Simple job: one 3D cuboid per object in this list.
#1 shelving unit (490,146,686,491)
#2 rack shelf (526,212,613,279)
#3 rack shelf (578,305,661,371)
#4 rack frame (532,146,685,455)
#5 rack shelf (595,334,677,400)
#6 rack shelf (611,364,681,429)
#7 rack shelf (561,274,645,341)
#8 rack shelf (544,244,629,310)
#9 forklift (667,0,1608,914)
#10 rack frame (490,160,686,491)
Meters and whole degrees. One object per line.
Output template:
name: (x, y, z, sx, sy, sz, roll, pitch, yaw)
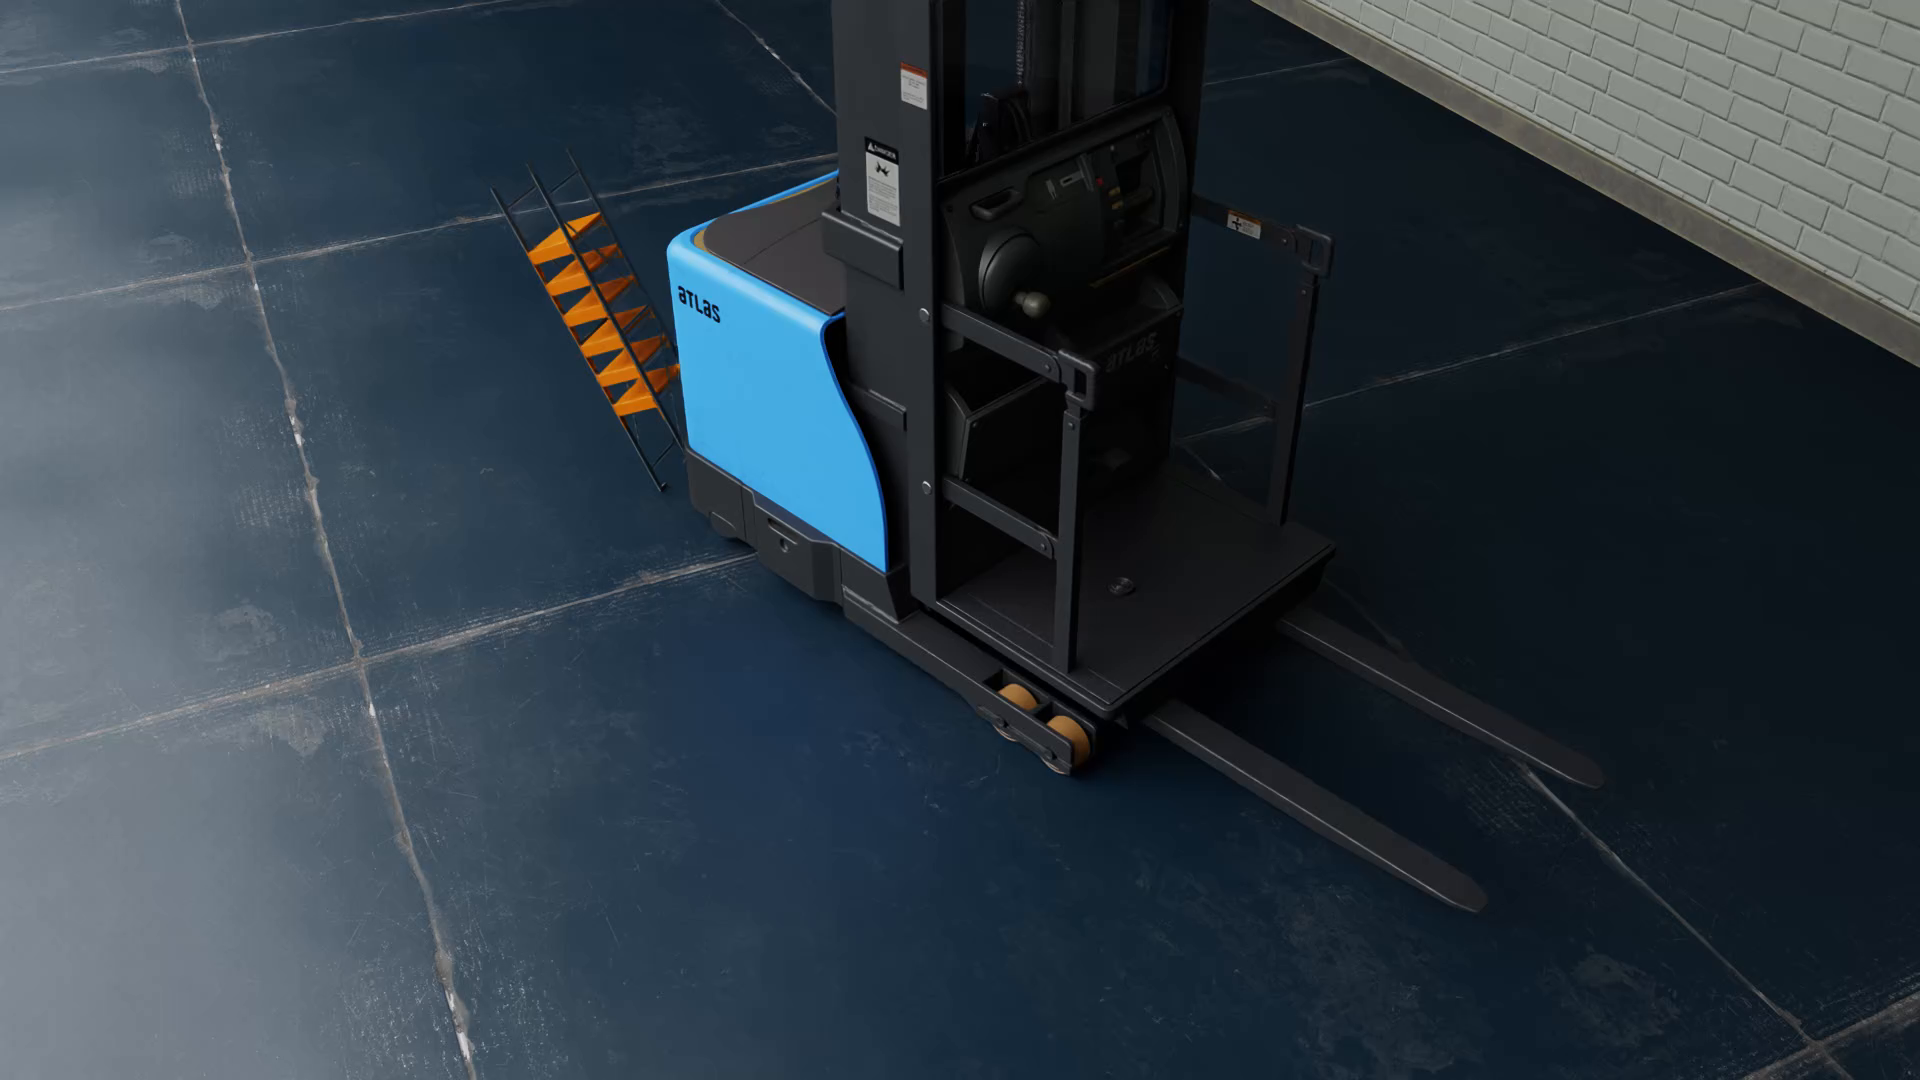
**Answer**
shelving unit: (-1.192, -0.746, 5.768, 0.189, 1.200, 0.258, -10, 30, 29)
rack shelf: (-1.314, -1.003, 5.630, 0.180, 0.103, 0.258, -10, 30, 29)
rack shelf: (-1.175, -0.710, 5.788, 0.180, 0.103, 0.258, -10, 30, 29)
rack frame: (-1.113, -0.760, 5.724, 0.006, 1.200, 0.240, -10, 30, 29)
rack shelf: (-1.129, -0.613, 5.840, 0.180, 0.103, 0.258, -10, 30, 29)
rack shelf: (-1.083, -0.515, 5.893, 0.180, 0.103, 0.258, -10, 30, 29)
rack shelf: (-1.221, -0.808, 5.735, 0.180, 0.103, 0.258, -10, 30, 29)
rack shelf: (-1.267, -0.905, 5.683, 0.180, 0.103, 0.258, -10, 30, 29)
forklift: (0.453, -0.850, 4.436, 1.130, 2.935, 3.031, -31, 46, -35)
rack frame: (-1.271, -0.733, 5.812, 0.006, 1.200, 0.240, -10, 30, 29)
